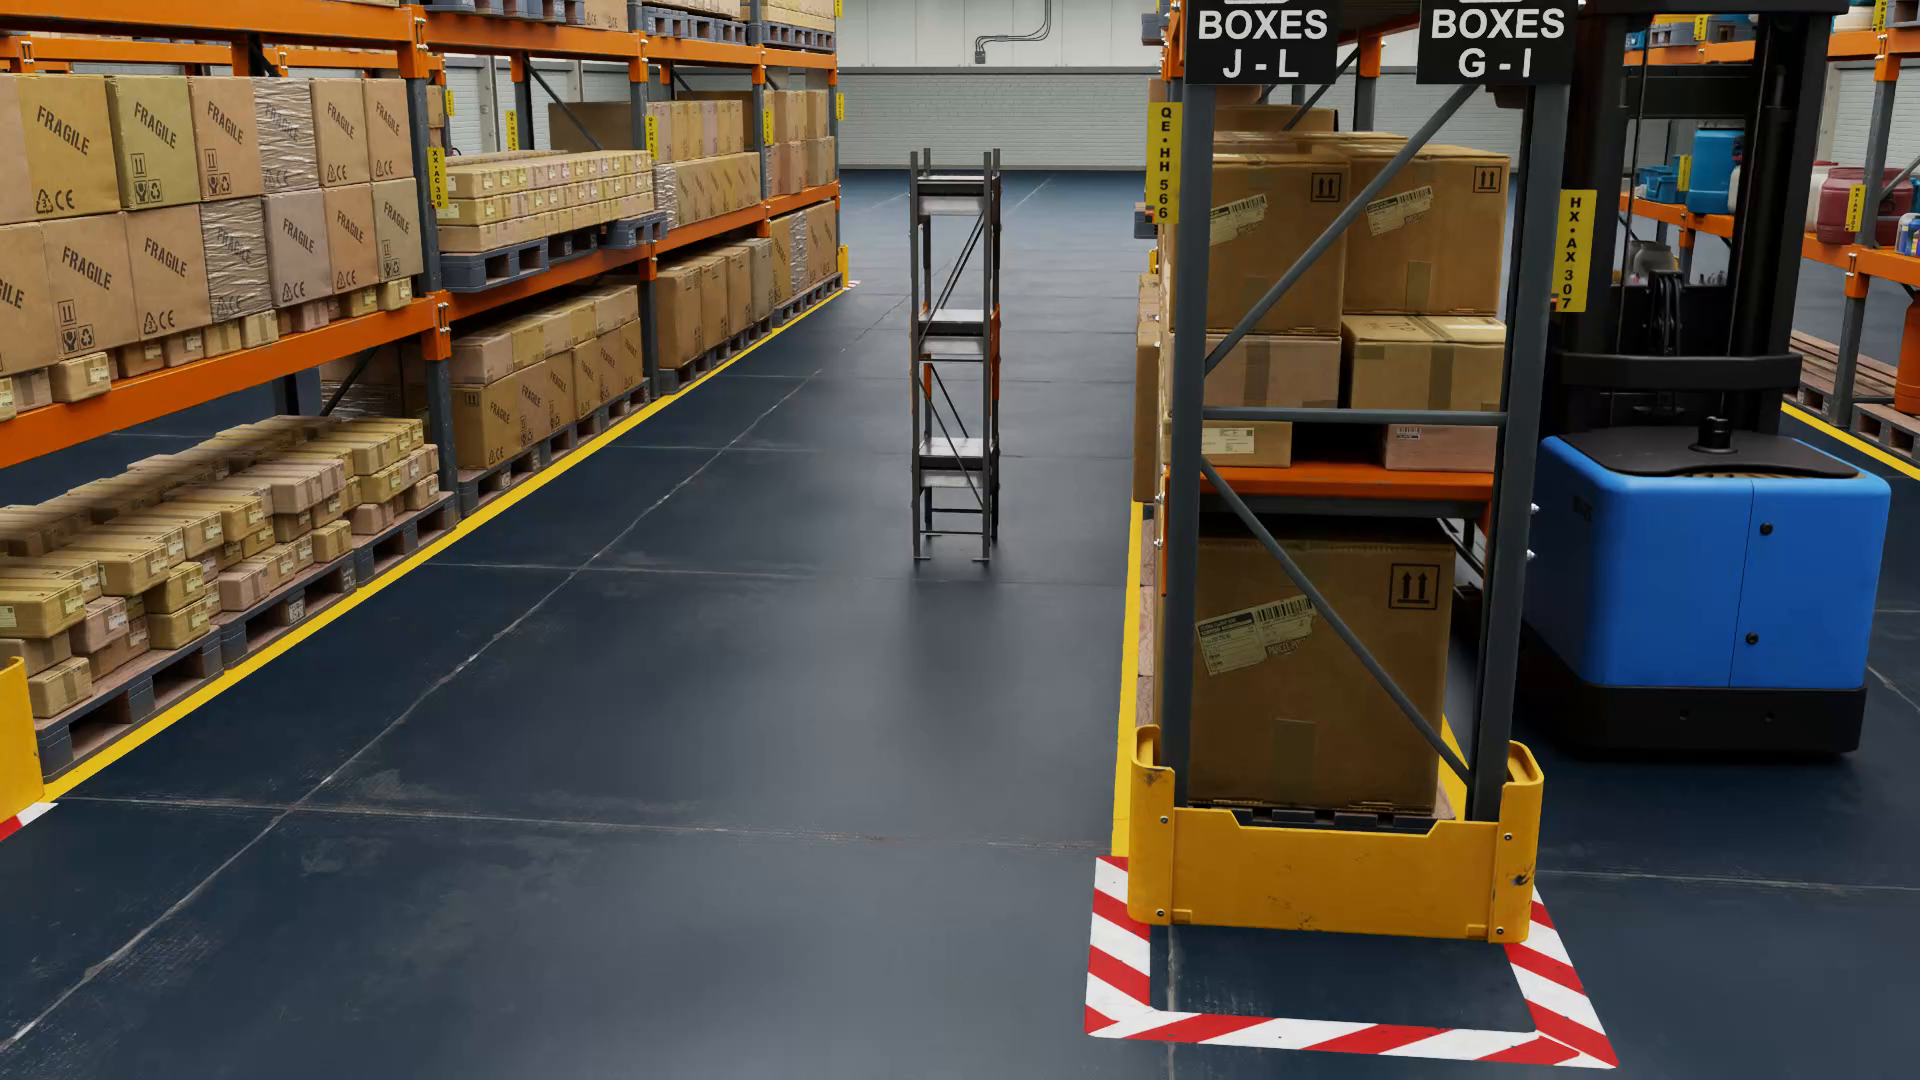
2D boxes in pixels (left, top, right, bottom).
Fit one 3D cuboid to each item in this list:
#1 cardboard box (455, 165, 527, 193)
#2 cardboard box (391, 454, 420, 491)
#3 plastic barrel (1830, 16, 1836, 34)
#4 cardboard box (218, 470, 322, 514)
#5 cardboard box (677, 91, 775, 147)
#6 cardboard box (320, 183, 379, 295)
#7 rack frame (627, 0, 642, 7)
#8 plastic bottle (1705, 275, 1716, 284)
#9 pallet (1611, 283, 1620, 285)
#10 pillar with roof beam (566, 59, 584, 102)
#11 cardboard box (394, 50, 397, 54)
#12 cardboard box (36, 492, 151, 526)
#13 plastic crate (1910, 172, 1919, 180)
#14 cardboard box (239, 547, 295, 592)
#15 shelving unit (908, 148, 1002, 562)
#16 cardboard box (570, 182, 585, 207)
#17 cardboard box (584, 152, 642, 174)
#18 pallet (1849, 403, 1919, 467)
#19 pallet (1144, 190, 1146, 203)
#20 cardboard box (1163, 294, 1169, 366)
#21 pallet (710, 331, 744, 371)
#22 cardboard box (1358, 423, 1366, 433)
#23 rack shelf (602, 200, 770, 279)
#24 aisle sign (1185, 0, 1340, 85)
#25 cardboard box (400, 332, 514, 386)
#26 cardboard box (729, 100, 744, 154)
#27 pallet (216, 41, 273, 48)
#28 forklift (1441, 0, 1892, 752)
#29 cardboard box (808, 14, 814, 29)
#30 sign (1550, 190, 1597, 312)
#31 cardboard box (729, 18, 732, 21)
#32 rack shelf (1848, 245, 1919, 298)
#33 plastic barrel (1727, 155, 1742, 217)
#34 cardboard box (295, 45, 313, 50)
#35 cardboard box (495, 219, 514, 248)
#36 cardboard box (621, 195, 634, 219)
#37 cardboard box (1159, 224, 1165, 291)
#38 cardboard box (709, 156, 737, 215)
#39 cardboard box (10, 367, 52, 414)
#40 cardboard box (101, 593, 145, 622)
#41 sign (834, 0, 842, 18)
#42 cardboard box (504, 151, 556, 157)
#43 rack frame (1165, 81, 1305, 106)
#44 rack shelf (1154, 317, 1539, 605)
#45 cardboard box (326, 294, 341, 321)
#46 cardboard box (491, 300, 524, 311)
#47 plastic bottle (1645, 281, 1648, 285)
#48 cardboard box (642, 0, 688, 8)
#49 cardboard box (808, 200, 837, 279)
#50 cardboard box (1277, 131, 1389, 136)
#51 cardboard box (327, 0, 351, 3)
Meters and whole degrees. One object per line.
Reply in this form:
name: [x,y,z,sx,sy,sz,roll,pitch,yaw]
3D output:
cardboard box: [-2.807,-2.147,9.894,0.380,0.149,0.250,2,15,7]
cardboard box: [-3.103,-0.360,8.833,0.380,0.149,0.250,1,15,4]
plastic barrel: [7.387,-4.520,13.425,0.600,0.901,0.708,2,15,6]
cardboard box: [-3.221,-0.224,7.763,0.380,0.149,0.250,1,15,4]
cardboard box: [-2.387,-4.314,17.015,0.875,0.550,0.550,2,15,6]
cardboard box: [-3.199,-1.475,8.107,0.500,0.500,0.500,1,15,5]
rack frame: [-2.914,-5.485,12.205,1.000,3.000,0.127,2,15,6]
plastic bottle: [8.000,-2.689,17.735,0.152,0.276,0.135,2,15,7]
pallet: [7.768,-2.768,18.993,1.003,0.211,1.213,2,15,6]
pillar with roof beam: [-5.862,-13.768,42.840,9.100,9.000,0.400,2,15,6]
cardboard box: [-6.857,-5.812,19.644,0.380,0.149,0.250,2,15,7]
cardboard box: [-3.813,-0.108,7.333,0.380,0.149,0.250,1,15,4]
plastic crate: [7.411,-2.711,13.320,0.402,0.464,0.583,2,15,6]
cardboard box: [-3.278,0.132,7.585,0.380,0.149,0.250,2,15,6]
shelving unit: [-0.019,-0.971,8.729,0.431,2.100,0.503,2,15,6]
cardboard box: [-2.689,-2.270,10.919,0.380,0.149,0.250,1,15,5]
cardboard box: [-2.544,-2.752,12.128,0.380,0.149,0.250,2,15,6]
pallet: [6.877,-0.719,11.415,1.003,0.211,1.213,2,15,6]
pallet: [2.224,-3.167,15.496,1.003,0.211,1.213,2,15,6]
cardboard box: [0.949,-0.678,5.639,0.500,0.250,0.500,1,15,5]
pallet: [-2.610,-1.760,15.267,1.003,0.211,1.213,2,15,6]
cardboard box: [1.524,-0.435,5.507,0.380,0.149,0.250,1,15,5]
rack shelf: [-2.688,-2.760,15.001,1.077,0.370,4.000,2,15,6]
aisle sign: [0.794,-1.586,4.302,0.394,0.787,0.004,2,15,6]
cardboard box: [-3.019,-1.093,10.005,0.500,0.250,0.500,1,15,4]
cardboard box: [-2.513,-4.028,16.205,0.700,0.500,0.500,1,15,5]
pallet: [-7.568,-4.946,16.320,1.213,0.211,1.003,2,15,6]
forklift: [2.840,-0.974,7.148,1.130,2.935,3.031,1,15,2]
cardboard box: [-1.856,-5.815,18.661,0.380,0.149,0.250,2,15,7]
sign: [1.651,-0.780,4.488,0.100,0.325,0.005,2,15,6]
cardboard box: [-2.625,-5.571,17.757,0.380,0.149,0.250,2,15,7]
rack shelf: [6.699,-1.404,9.987,1.077,0.370,4.000,2,15,6]
plastic barrel: [7.050,-3.132,14.737,0.433,0.535,0.433,0,15,0]
cardboard box: [-7.026,-5.212,17.426,0.380,0.149,0.250,2,15,6]
cardboard box: [-2.838,-1.793,9.724,0.380,0.149,0.250,2,15,7]
cardboard box: [-2.571,-2.397,11.959,0.380,0.149,0.250,2,15,7]
cardboard box: [1.333,-1.556,8.980,0.500,0.500,0.500,2,15,6]
cardboard box: [-2.370,-3.269,15.313,0.500,0.500,0.500,2,15,7]
cardboard box: [-3.467,-0.534,5.872,0.380,0.149,0.250,2,15,8]
cardboard box: [-3.476,0.252,6.569,0.380,0.149,0.250,2,15,7]
sign: [-1.473,-6.481,20.093,0.100,0.325,0.005,2,15,6]
cardboard box: [-3.186,-2.773,12.209,0.380,0.149,0.250,1,15,5]
rack frame: [2.003,-2.416,12.351,1.000,3.000,0.127,2,15,6]
rack shelf: [1.326,-0.513,6.690,1.077,0.370,4.000,2,15,6]
cardboard box: [-3.272,-1.146,8.137,0.380,0.149,0.250,1,15,5]
cardboard box: [-3.358,-1.515,11.567,0.500,0.250,0.500,2,15,7]
plastic bottle: [7.240,-2.612,17.460,0.097,0.271,0.097,0,15,0]
cardboard box: [-2.557,-4.526,13.700,0.500,0.250,0.500,2,15,8]
cardboard box: [-2.022,-3.663,20.227,0.875,0.875,0.875,2,15,7]
cardboard box: [1.766,-1.685,7.928,0.500,0.500,0.500,2,15,8]
cardboard box: [-3.220,-2.662,7.802,0.500,0.250,0.500,2,15,6]
